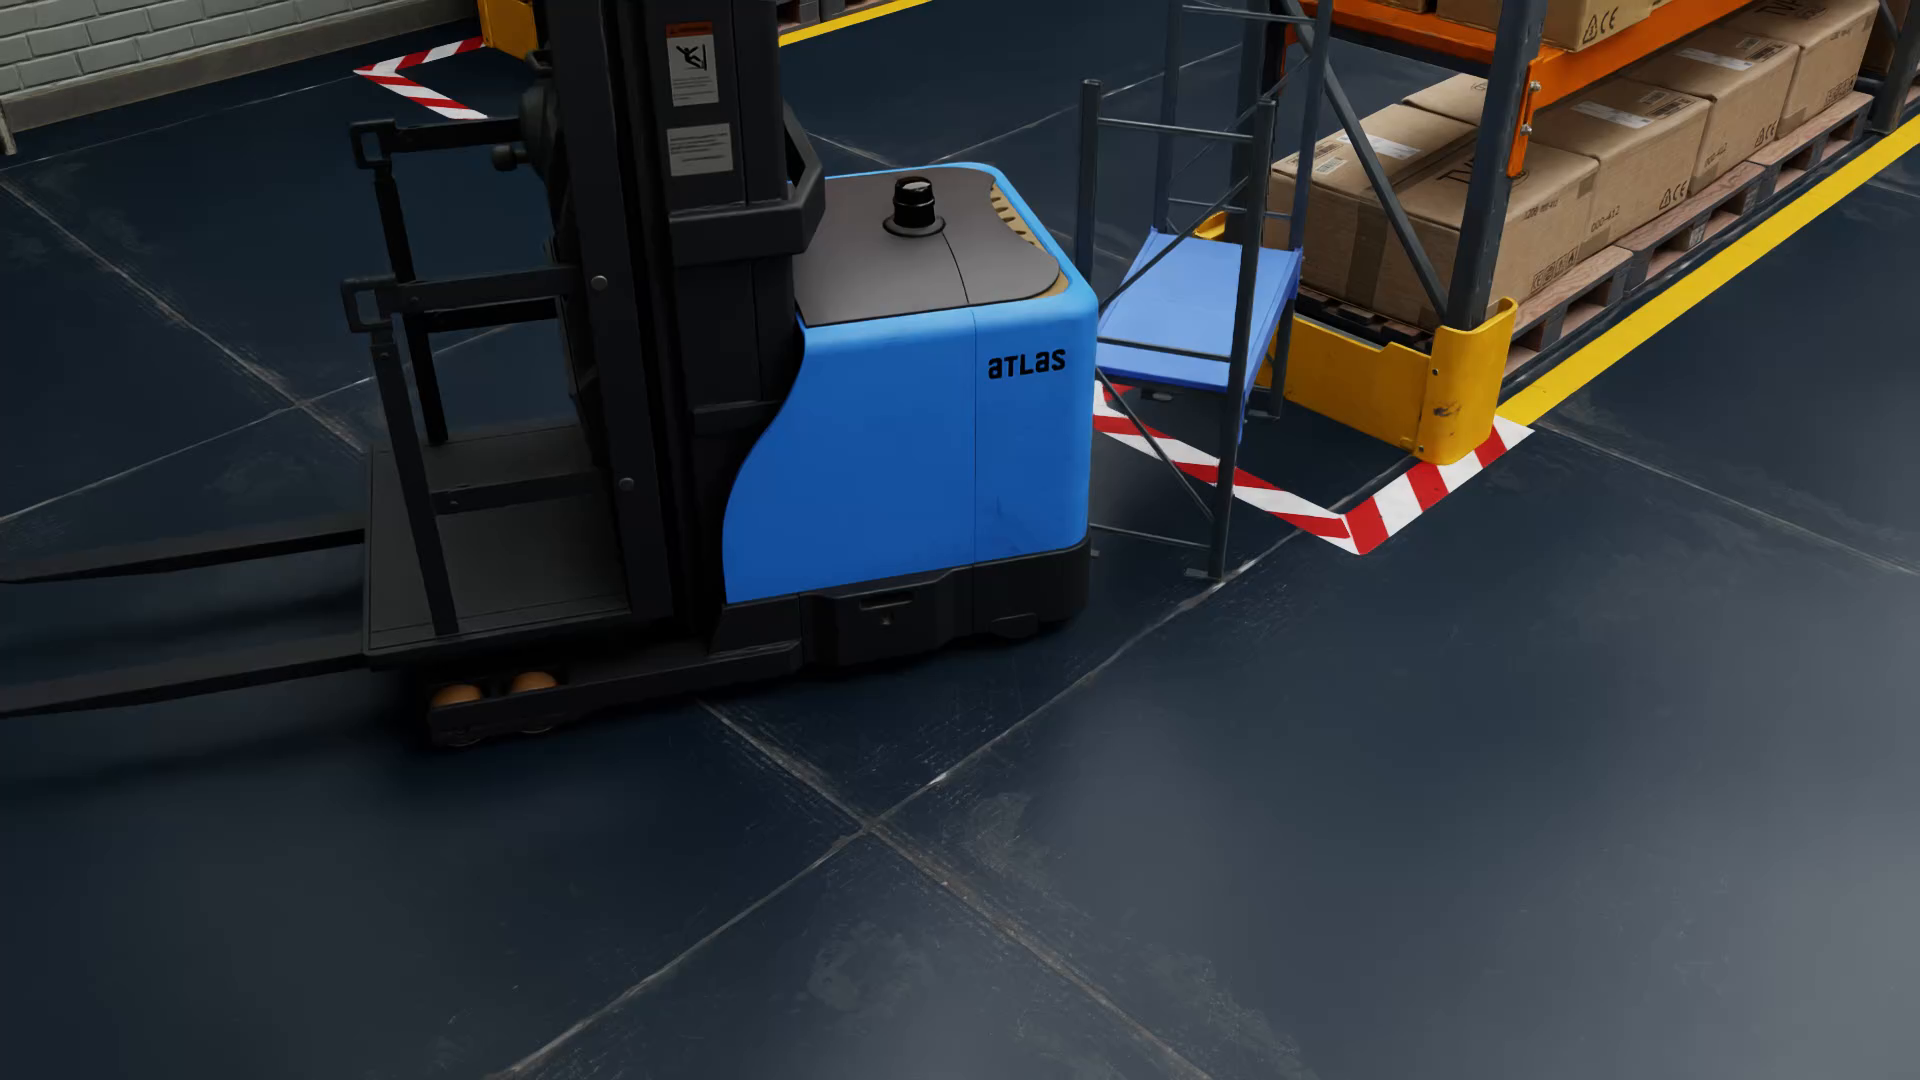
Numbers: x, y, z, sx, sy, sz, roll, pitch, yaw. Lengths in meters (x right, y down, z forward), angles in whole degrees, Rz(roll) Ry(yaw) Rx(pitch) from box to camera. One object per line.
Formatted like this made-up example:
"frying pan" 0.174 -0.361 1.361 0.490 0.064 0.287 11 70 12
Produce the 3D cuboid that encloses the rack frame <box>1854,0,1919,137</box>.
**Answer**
"rack frame" 4.170 -3.405 7.510 1.000 3.000 0.127 30 45 35

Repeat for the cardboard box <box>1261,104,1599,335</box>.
"cardboard box" 1.746 -1.210 6.236 0.875 0.438 0.875 28 44 34

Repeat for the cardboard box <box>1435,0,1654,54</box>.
"cardboard box" 1.894 -1.901 5.266 0.500 0.500 0.500 29 44 35

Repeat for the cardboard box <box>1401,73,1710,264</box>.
"cardboard box" 2.385 -1.585 6.774 0.875 0.438 0.875 -29 44 -34

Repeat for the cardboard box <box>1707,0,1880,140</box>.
"cardboard box" 3.651 -2.314 7.819 0.875 0.438 0.875 29 44 35

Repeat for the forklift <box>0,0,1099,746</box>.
"forklift" -1.200 -0.986 4.102 3.031 2.935 1.130 -9 36 -13

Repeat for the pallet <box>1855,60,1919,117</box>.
"pallet" 4.660 -2.605 8.800 1.003 0.211 1.213 30 45 35

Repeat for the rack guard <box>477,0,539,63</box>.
"rack guard" -2.120 -2.785 8.807 1.175 0.500 0.348 30 45 35

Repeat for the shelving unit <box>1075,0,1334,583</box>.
"shelving unit" 0.727 -0.815 5.108 0.538 1.500 1.048 11 36 15

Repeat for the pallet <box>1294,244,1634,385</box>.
"pallet" 1.859 -0.993 6.490 1.003 0.211 1.213 30 45 35

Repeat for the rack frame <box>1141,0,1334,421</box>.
"rack frame" 0.892 -1.090 5.502 0.500 1.500 0.032 11 36 15

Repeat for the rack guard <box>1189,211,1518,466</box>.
"rack guard" 1.335 -0.746 5.882 1.175 0.500 0.348 30 45 35

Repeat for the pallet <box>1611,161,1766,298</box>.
"pallet" 2.719 -1.486 7.196 1.003 0.211 1.213 30 45 35

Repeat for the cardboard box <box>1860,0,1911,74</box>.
"cardboard box" 4.550 -2.989 8.404 0.875 0.875 0.875 -28 44 -34

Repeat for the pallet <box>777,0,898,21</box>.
"pallet" -0.699 -3.484 10.061 1.003 0.211 1.213 30 45 35

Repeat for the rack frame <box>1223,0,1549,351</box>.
"rack frame" 1.352 -1.781 5.181 1.000 3.000 0.127 30 45 35

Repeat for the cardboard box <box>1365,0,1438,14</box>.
"cardboard box" 1.504 -2.124 5.587 0.500 0.500 0.500 -30 45 -35

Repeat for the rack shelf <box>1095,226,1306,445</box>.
"rack shelf" 0.727 -0.668 5.211 0.538 0.185 1.000 11 36 15

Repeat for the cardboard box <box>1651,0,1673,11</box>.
"cardboard box" 2.230 -2.118 5.577 0.500 0.500 0.500 29 44 35

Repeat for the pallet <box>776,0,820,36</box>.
"pallet" -1.559 -2.991 9.354 1.003 0.211 1.213 30 45 35

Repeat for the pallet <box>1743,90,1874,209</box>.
"pallet" 3.579 -1.984 7.910 1.003 0.211 1.213 30 45 35

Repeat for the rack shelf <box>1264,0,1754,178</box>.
"rack shelf" 2.761 -2.298 6.551 1.077 0.370 4.000 30 45 35

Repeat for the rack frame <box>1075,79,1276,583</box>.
"rack frame" 0.563 -0.540 4.713 0.500 1.500 0.032 11 36 15

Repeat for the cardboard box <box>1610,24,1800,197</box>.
"cardboard box" 3.021 -1.951 7.298 0.875 0.438 0.875 28 44 34
